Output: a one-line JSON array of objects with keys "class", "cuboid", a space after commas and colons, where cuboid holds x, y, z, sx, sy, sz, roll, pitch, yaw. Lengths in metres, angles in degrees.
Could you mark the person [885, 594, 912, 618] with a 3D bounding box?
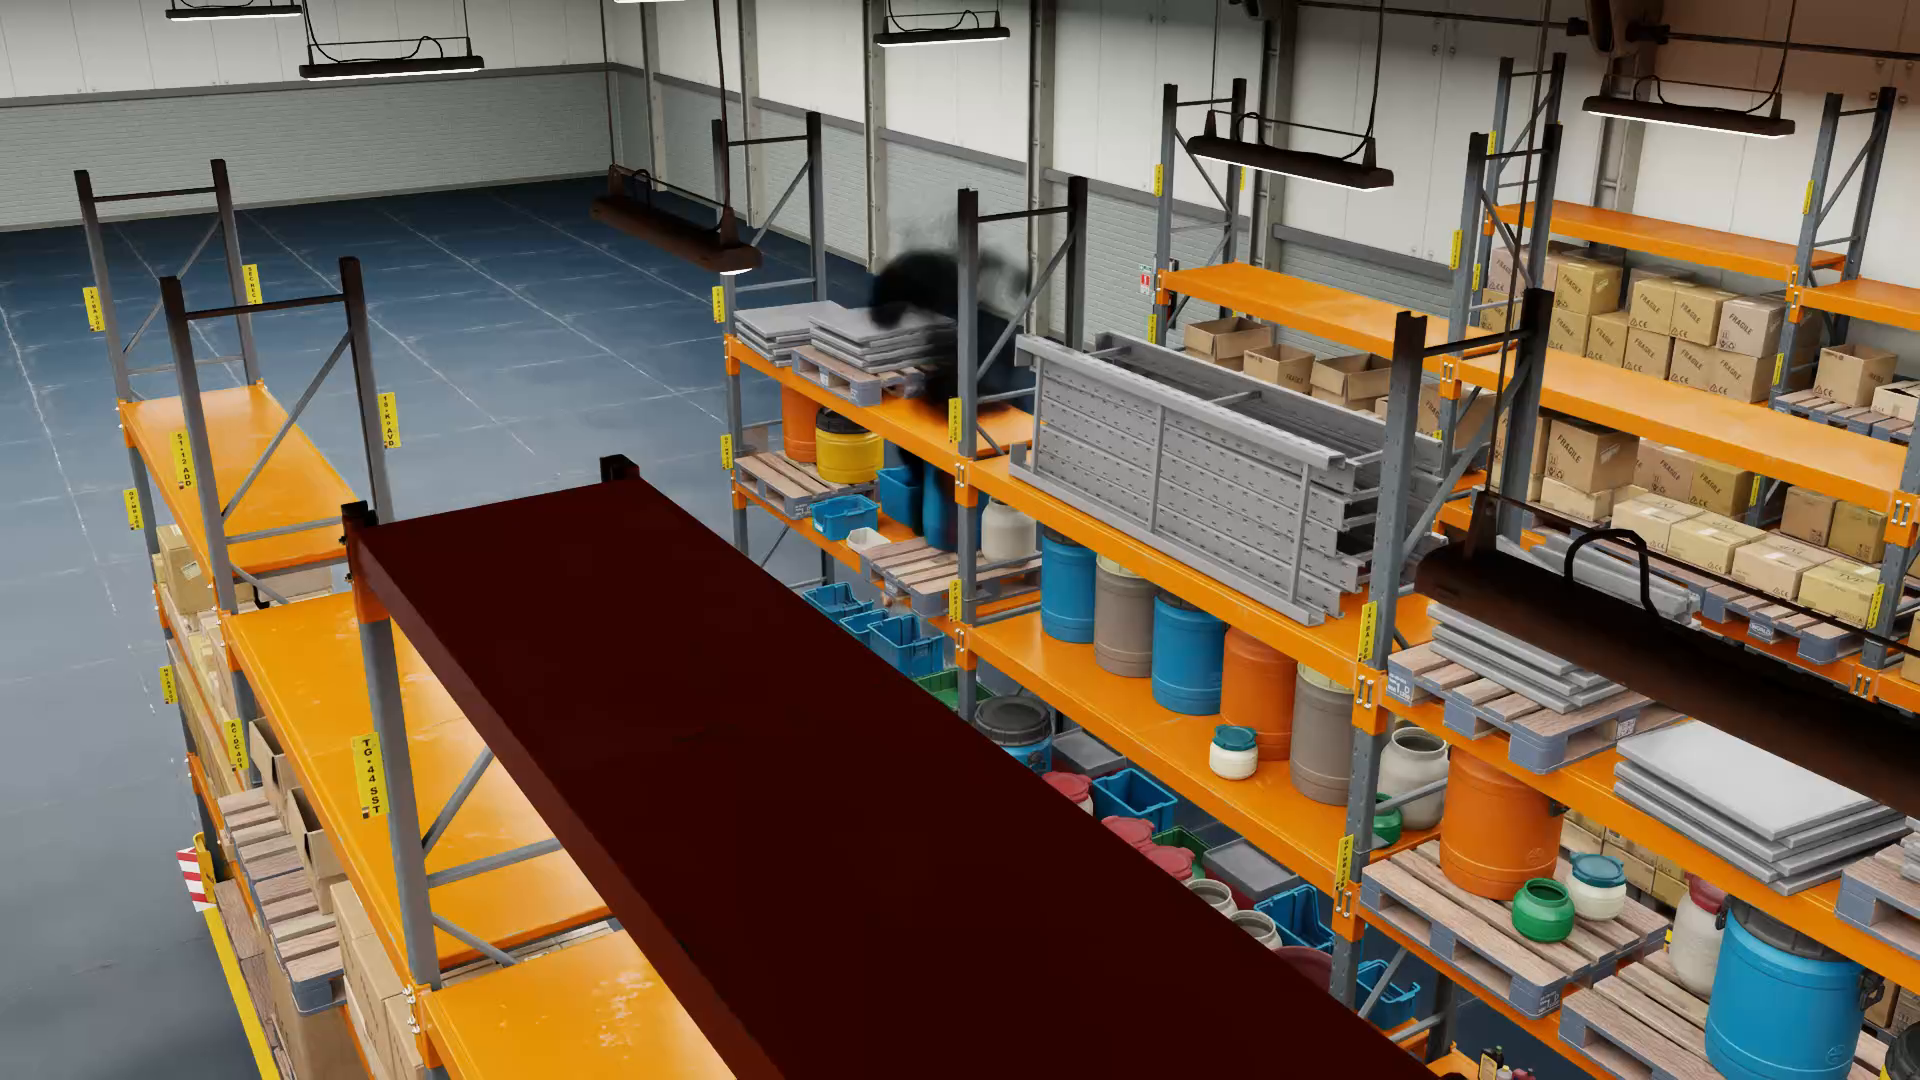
[{"class": "person", "cuboid": [-0.577, 0.550, 17.011, 0.377, 0.600, 0.528, 15, 26, 32]}]
